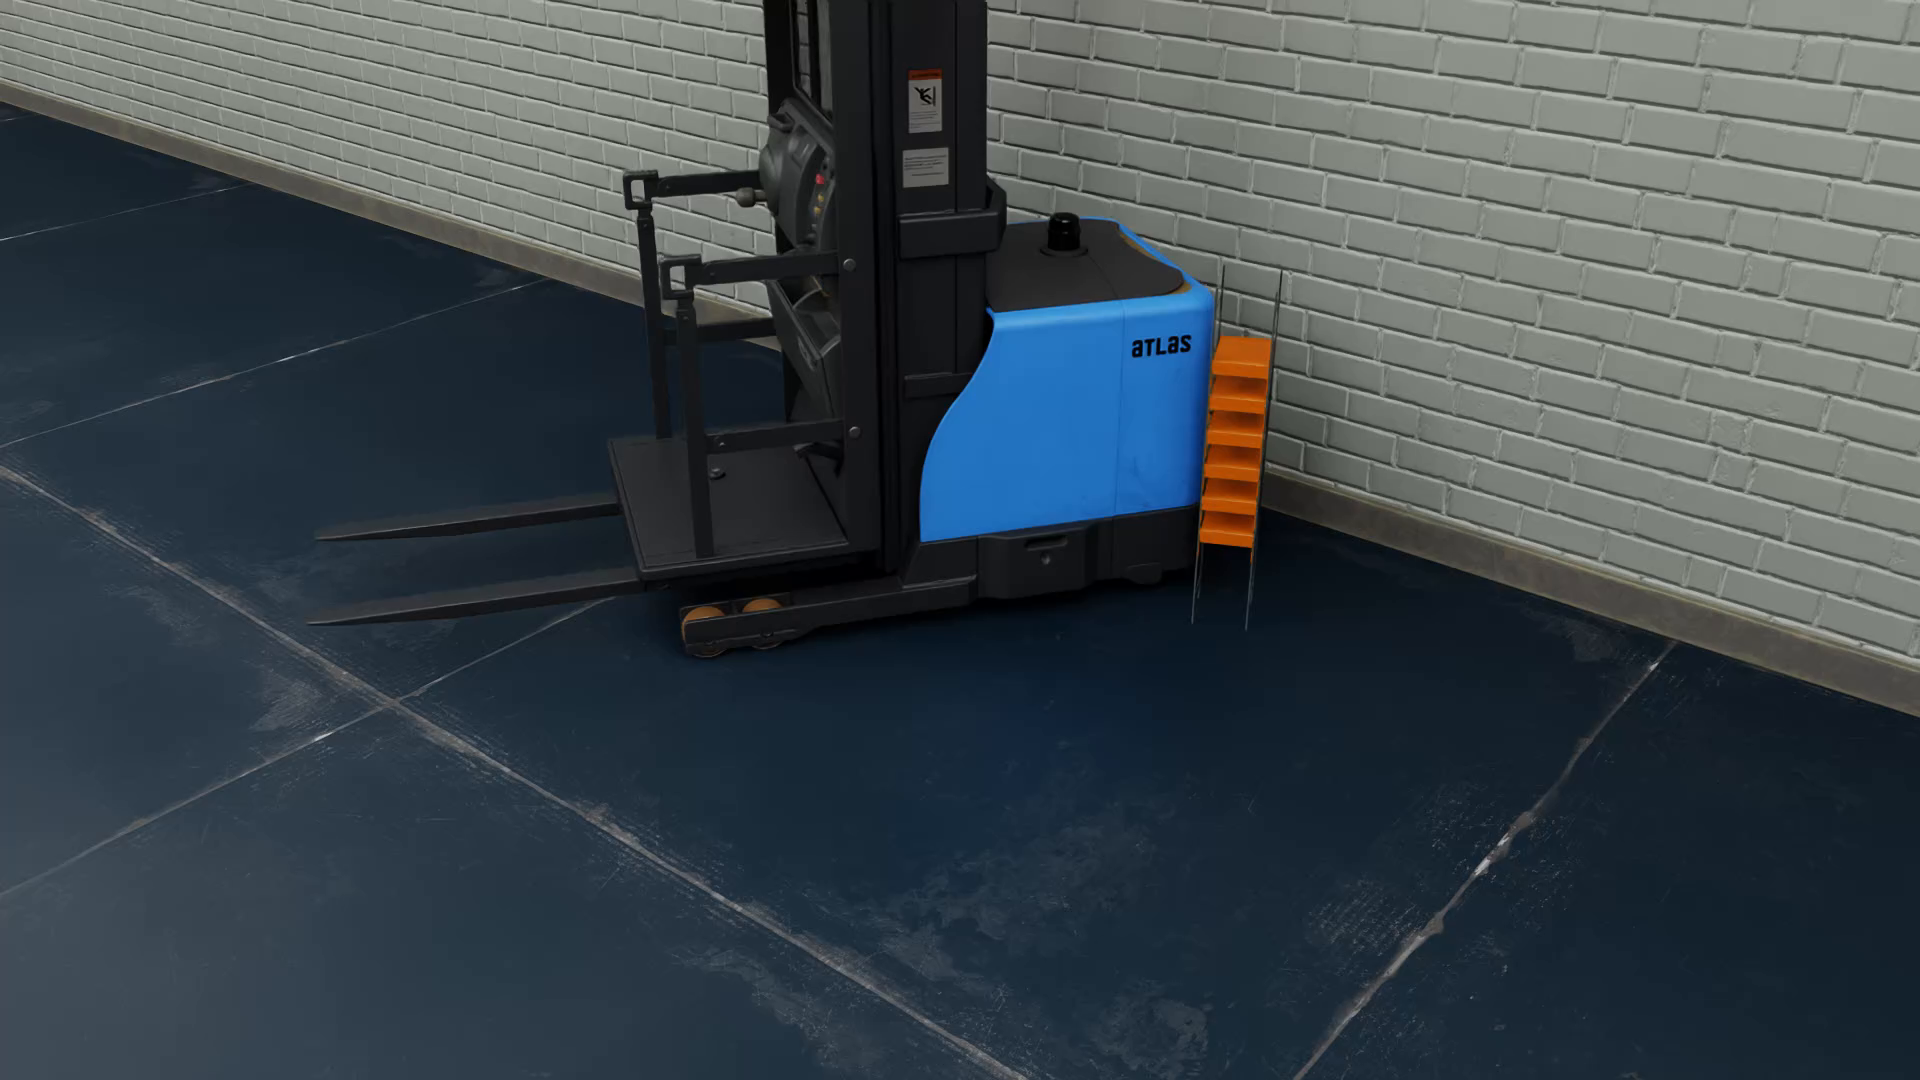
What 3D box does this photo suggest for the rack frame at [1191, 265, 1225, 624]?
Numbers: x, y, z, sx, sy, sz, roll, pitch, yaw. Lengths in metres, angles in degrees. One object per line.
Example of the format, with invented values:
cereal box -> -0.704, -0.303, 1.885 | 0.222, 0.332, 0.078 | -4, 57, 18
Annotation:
rack frame -> 0.823, -0.299, 5.523 | 0.006, 1.200, 0.240 | 6, 28, 12

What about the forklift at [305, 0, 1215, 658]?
forklift -> -0.710, -1.183, 5.347 | 3.031, 2.935, 1.130 | -8, 28, -15

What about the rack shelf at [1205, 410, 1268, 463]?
rack shelf -> 0.912, -0.357, 5.469 | 0.180, 0.103, 0.258 | 6, 28, 12

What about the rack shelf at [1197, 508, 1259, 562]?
rack shelf -> 0.912, -0.037, 5.635 | 0.180, 0.103, 0.258 | 6, 28, 12

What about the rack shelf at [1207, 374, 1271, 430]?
rack shelf -> 0.912, -0.463, 5.414 | 0.180, 0.103, 0.258 | 6, 28, 12

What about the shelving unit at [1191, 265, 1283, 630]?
shelving unit -> 0.912, -0.290, 5.504 | 0.189, 1.200, 0.258 | 6, 28, 12

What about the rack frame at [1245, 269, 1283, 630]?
rack frame -> 1.001, -0.280, 5.485 | 0.006, 1.200, 0.240 | 6, 28, 12

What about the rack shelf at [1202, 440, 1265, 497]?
rack shelf -> 0.912, -0.250, 5.524 | 0.180, 0.103, 0.258 | 6, 28, 12

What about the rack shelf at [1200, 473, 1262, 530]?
rack shelf -> 0.912, -0.144, 5.580 | 0.180, 0.103, 0.258 | 6, 28, 12

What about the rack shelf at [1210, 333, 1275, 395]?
rack shelf -> 0.912, -0.570, 5.359 | 0.180, 0.103, 0.258 | 6, 28, 12
